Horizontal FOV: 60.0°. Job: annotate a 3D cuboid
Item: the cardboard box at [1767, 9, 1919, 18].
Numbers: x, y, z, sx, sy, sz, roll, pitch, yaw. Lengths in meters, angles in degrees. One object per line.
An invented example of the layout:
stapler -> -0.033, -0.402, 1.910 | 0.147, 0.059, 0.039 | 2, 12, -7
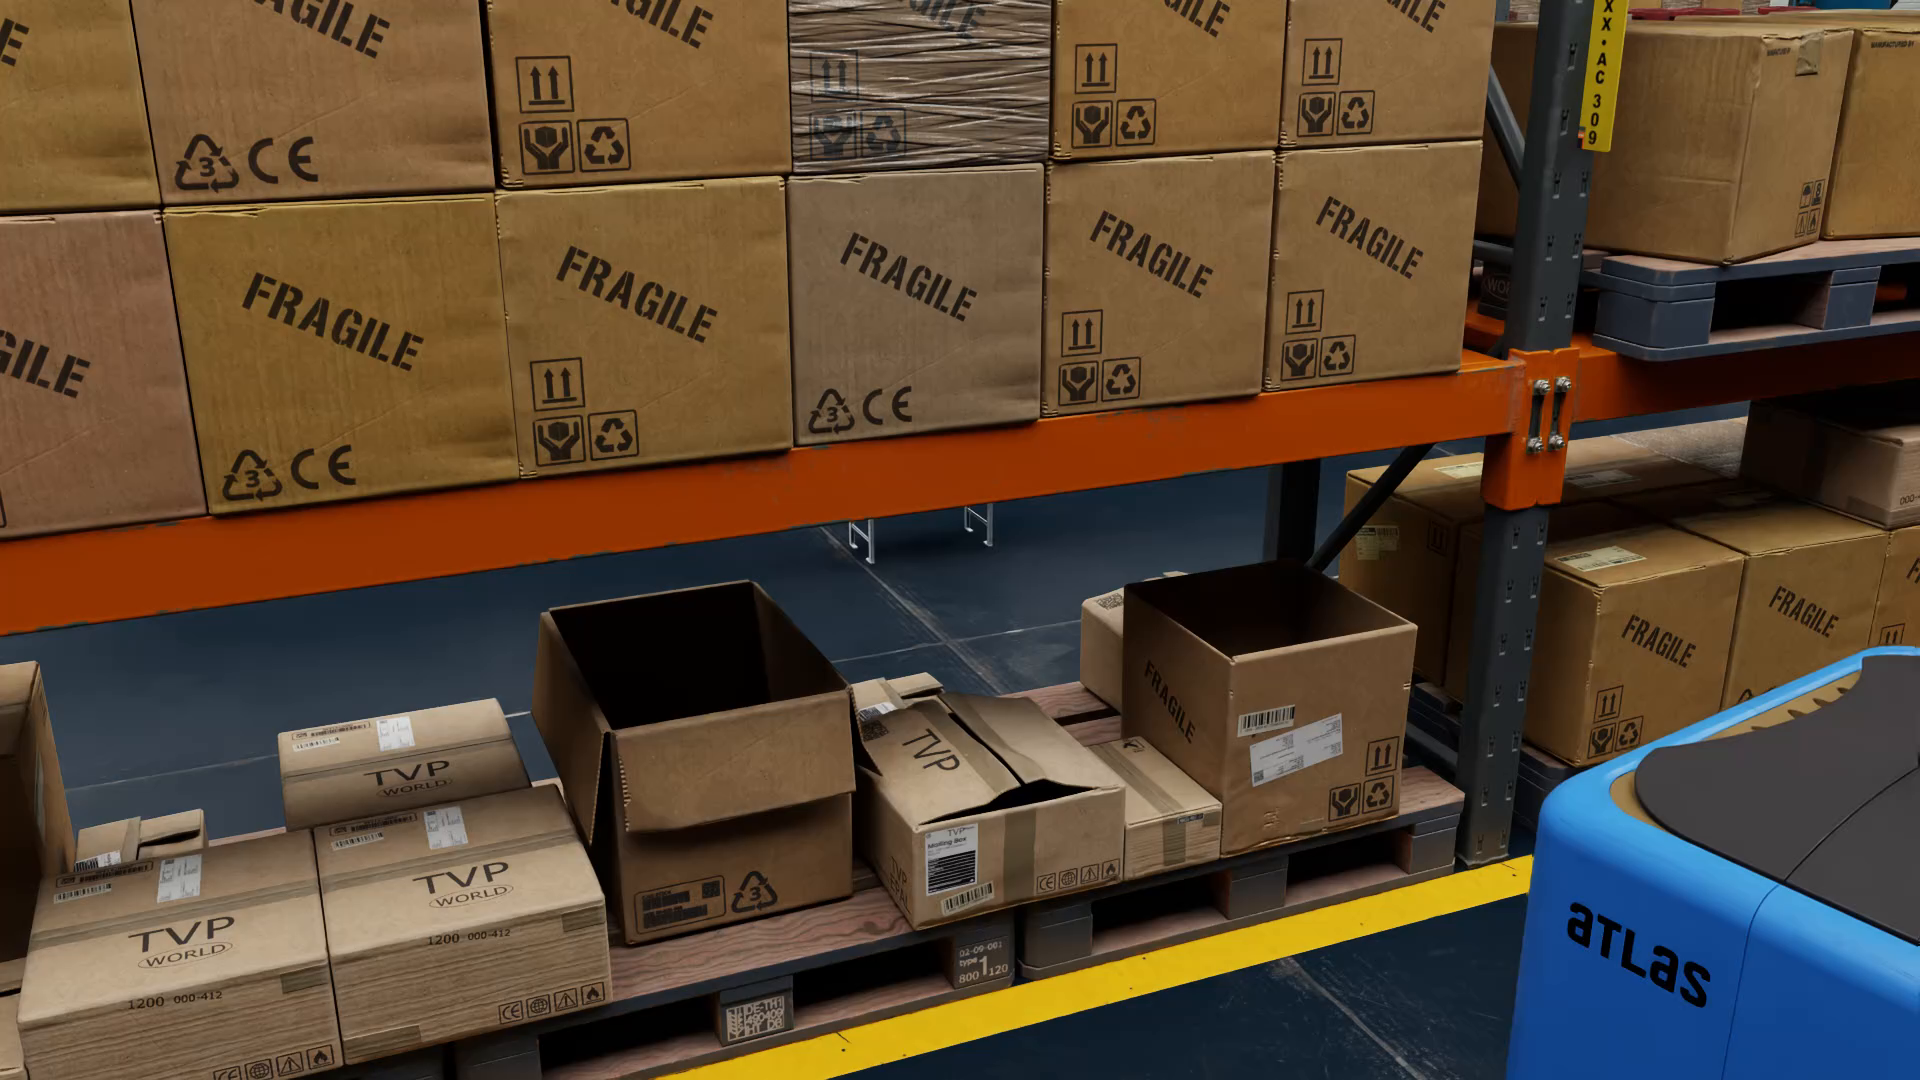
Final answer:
cardboard box -> 2.733, -1.244, 4.755 | 0.500, 0.500, 0.700 | -15, 24, -36

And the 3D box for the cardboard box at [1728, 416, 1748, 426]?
cardboard box -> 2.859, -0.124, 5.459 | 0.500, 0.500, 0.500 | -9, 21, -24

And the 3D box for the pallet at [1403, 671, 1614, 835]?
pallet -> 1.867, 0.450, 4.927 | 1.213, 0.211, 1.003 | -8, 21, -22

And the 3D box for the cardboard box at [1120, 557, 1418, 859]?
cardboard box -> 0.724, 0.386, 4.011 | 0.500, 0.500, 0.500 | -8, 21, -22

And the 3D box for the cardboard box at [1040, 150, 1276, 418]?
cardboard box -> 0.305, -0.582, 3.508 | 0.500, 0.500, 0.500 | -8, 21, -20

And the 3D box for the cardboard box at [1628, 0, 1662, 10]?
cardboard box -> 6.366, -5.254, 16.328 | 0.500, 0.500, 0.875 | -8, 21, -22

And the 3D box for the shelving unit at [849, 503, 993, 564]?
shelving unit -> -0.152, -0.544, 6.261 | 0.503, 1.200, 0.258 | -8, 21, -22

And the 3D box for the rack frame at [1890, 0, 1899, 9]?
rack frame -> 6.522, -3.311, 11.408 | 0.127, 3.000, 1.000 | -8, 21, -22

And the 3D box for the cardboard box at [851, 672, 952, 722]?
cardboard box -> -0.126, 0.488, 4.224 | 0.250, 0.166, 0.380 | -8, 21, -22

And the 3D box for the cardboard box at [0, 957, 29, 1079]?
cardboard box -> -1.788, 0.925, 2.983 | 0.250, 0.166, 0.380 | -8, 21, -22

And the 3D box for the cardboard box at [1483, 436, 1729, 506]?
cardboard box -> 1.932, 0.010, 5.080 | 0.500, 0.500, 0.500 | -8, 21, -22

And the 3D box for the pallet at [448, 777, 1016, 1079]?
pallet -> -0.618, 0.820, 3.876 | 1.213, 0.211, 1.003 | -8, 21, -22

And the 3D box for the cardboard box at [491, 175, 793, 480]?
cardboard box -> -0.633, -0.446, 3.122 | 0.500, 0.500, 0.500 | -8, 21, -21

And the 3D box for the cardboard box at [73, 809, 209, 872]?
cardboard box -> -1.729, 0.735, 3.520 | 0.250, 0.166, 0.380 | -8, 21, -22

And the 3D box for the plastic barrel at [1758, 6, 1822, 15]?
plastic barrel -> 5.557, -3.316, 11.218 | 0.433, 0.535, 0.433 | 0, 19, 0

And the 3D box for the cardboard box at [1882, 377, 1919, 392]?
cardboard box -> 3.054, -0.316, 4.876 | 0.500, 0.250, 0.500 | -9, 21, -23

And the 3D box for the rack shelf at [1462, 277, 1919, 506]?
rack shelf -> 2.971, -0.671, 4.994 | 4.000, 0.370, 1.077 | -8, 21, -22

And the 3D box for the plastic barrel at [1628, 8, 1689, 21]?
plastic barrel -> 4.486, -3.162, 10.782 | 0.433, 0.535, 0.433 | 0, 19, 0

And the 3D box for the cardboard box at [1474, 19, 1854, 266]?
cardboard box -> 1.659, -0.987, 4.025 | 0.500, 0.500, 0.700 | -17, 26, -40

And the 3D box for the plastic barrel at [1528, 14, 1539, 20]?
plastic barrel -> 3.709, -3.038, 10.464 | 0.421, 0.512, 0.421 | 0, 19, 0

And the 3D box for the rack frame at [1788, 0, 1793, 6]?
rack frame -> 8.233, -5.347, 17.192 | 0.127, 3.000, 1.000 | -8, 21, -22

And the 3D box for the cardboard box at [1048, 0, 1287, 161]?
cardboard box -> 0.304, -1.052, 3.338 | 0.500, 0.500, 0.500 | -9, 21, -23

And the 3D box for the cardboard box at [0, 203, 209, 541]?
cardboard box -> -1.554, -0.316, 2.751 | 0.500, 0.500, 0.500 | -8, 21, -22

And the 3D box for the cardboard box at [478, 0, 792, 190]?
cardboard box -> -0.621, -0.920, 2.963 | 0.500, 0.500, 0.500 | -8, 21, -22

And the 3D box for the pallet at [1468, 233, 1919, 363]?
pallet -> 1.912, -0.728, 4.364 | 1.213, 0.211, 1.003 | -8, 21, -22

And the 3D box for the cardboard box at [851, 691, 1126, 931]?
cardboard box -> 0.036, 0.574, 3.762 | 0.500, 0.311, 0.500 | -8, 21, -22

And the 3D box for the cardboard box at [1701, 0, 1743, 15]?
cardboard box -> 7.306, -5.368, 16.654 | 0.500, 0.500, 0.875 | -8, 21, -22

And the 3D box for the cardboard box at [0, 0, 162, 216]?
cardboard box -> -1.549, -0.789, 2.590 | 0.500, 0.500, 0.500 | -8, 21, -21

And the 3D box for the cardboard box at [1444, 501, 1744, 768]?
cardboard box -> 1.676, 0.235, 4.439 | 0.500, 0.500, 0.500 | -9, 21, -24

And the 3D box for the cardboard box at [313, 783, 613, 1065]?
cardboard box -> -1.008, 0.752, 3.348 | 0.500, 0.250, 0.500 | -8, 21, -22

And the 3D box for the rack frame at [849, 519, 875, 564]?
rack frame -> -0.376, -0.512, 6.170 | 0.015, 1.200, 0.240 | -8, 21, -22

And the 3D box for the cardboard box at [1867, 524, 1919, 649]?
cardboard box -> 2.623, 0.098, 4.829 | 0.500, 0.500, 0.500 | -8, 21, -21
